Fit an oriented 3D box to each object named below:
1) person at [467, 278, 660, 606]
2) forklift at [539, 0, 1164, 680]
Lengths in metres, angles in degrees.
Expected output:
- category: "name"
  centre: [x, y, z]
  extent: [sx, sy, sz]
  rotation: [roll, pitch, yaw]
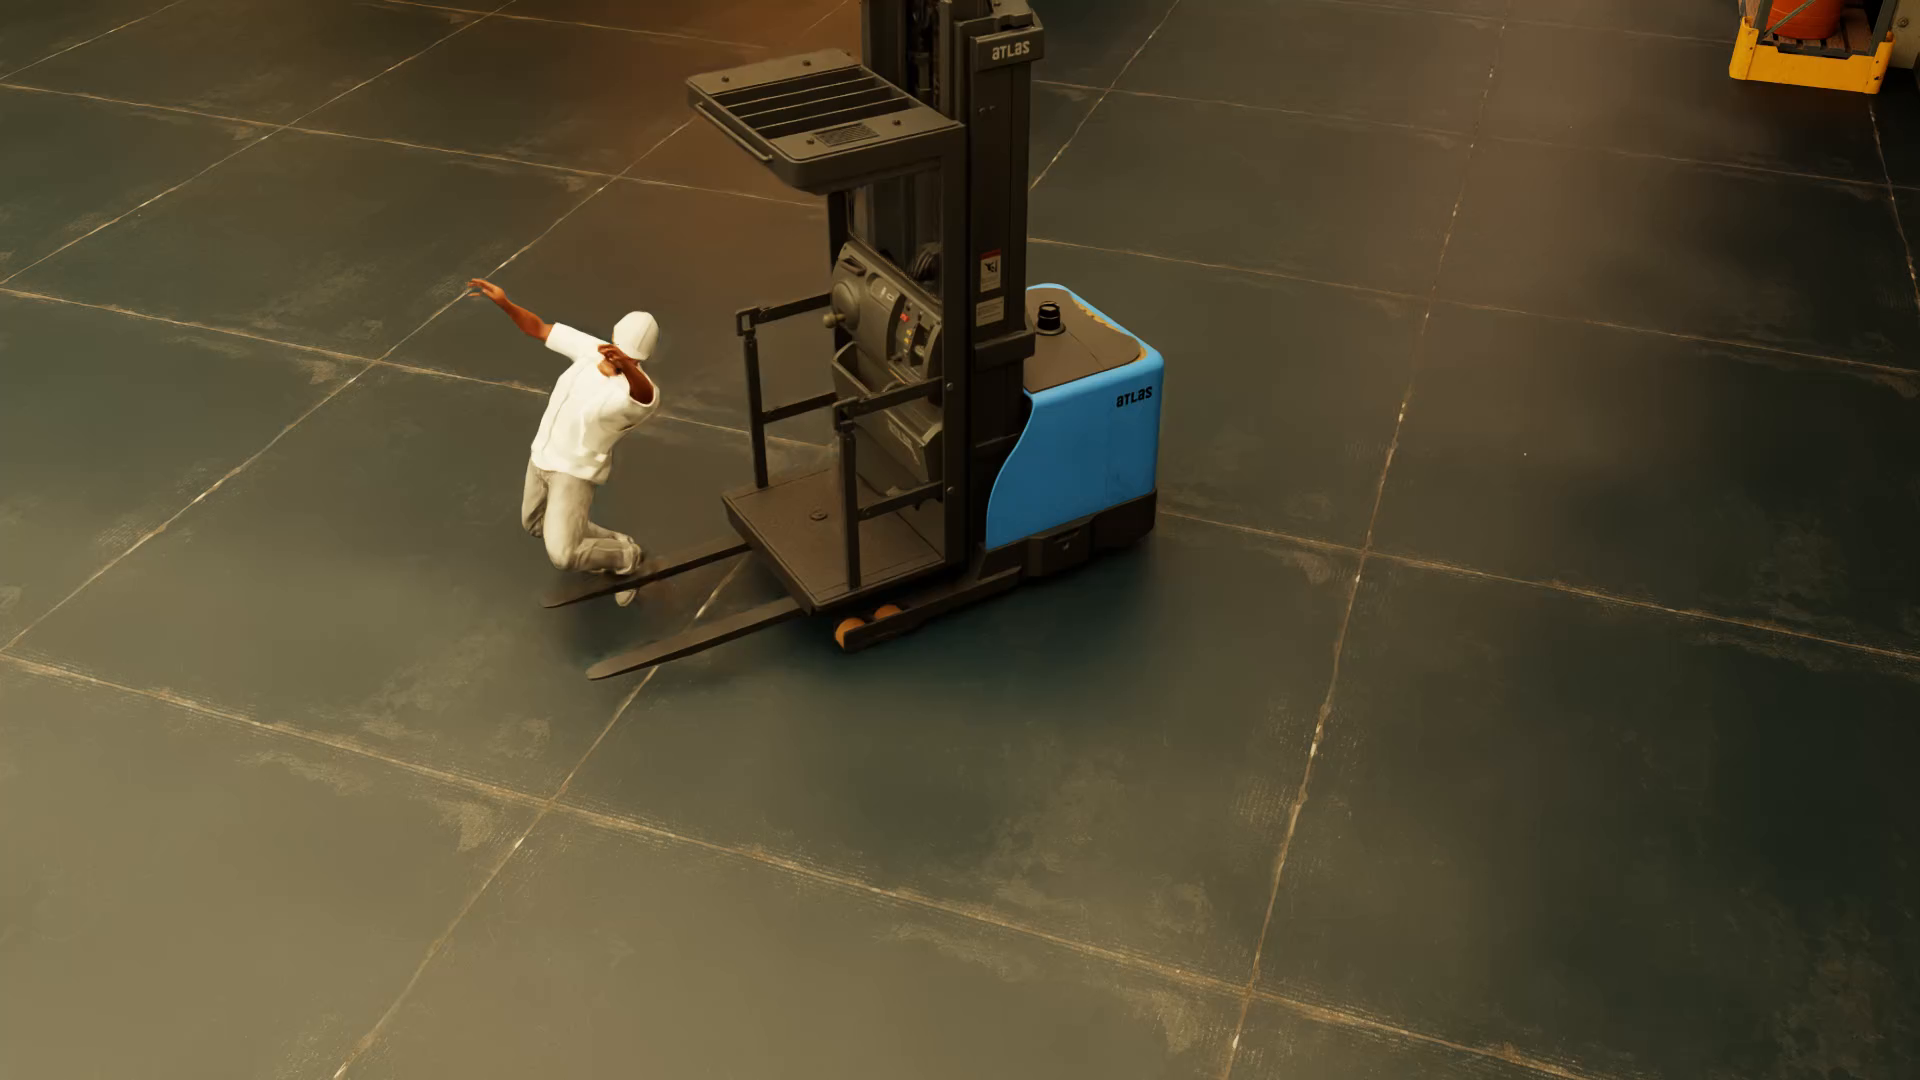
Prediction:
- category: "person"
  centre: [-1.706, -0.420, 7.783]
  extent: [0.770, 1.591, 1.020]
  rotation: [-23, 41, -29]
- category: "forklift"
  centre: [-0.521, -1.010, 7.535]
  extent: [3.031, 2.935, 1.130]
  rotation: [-19, 40, -25]
